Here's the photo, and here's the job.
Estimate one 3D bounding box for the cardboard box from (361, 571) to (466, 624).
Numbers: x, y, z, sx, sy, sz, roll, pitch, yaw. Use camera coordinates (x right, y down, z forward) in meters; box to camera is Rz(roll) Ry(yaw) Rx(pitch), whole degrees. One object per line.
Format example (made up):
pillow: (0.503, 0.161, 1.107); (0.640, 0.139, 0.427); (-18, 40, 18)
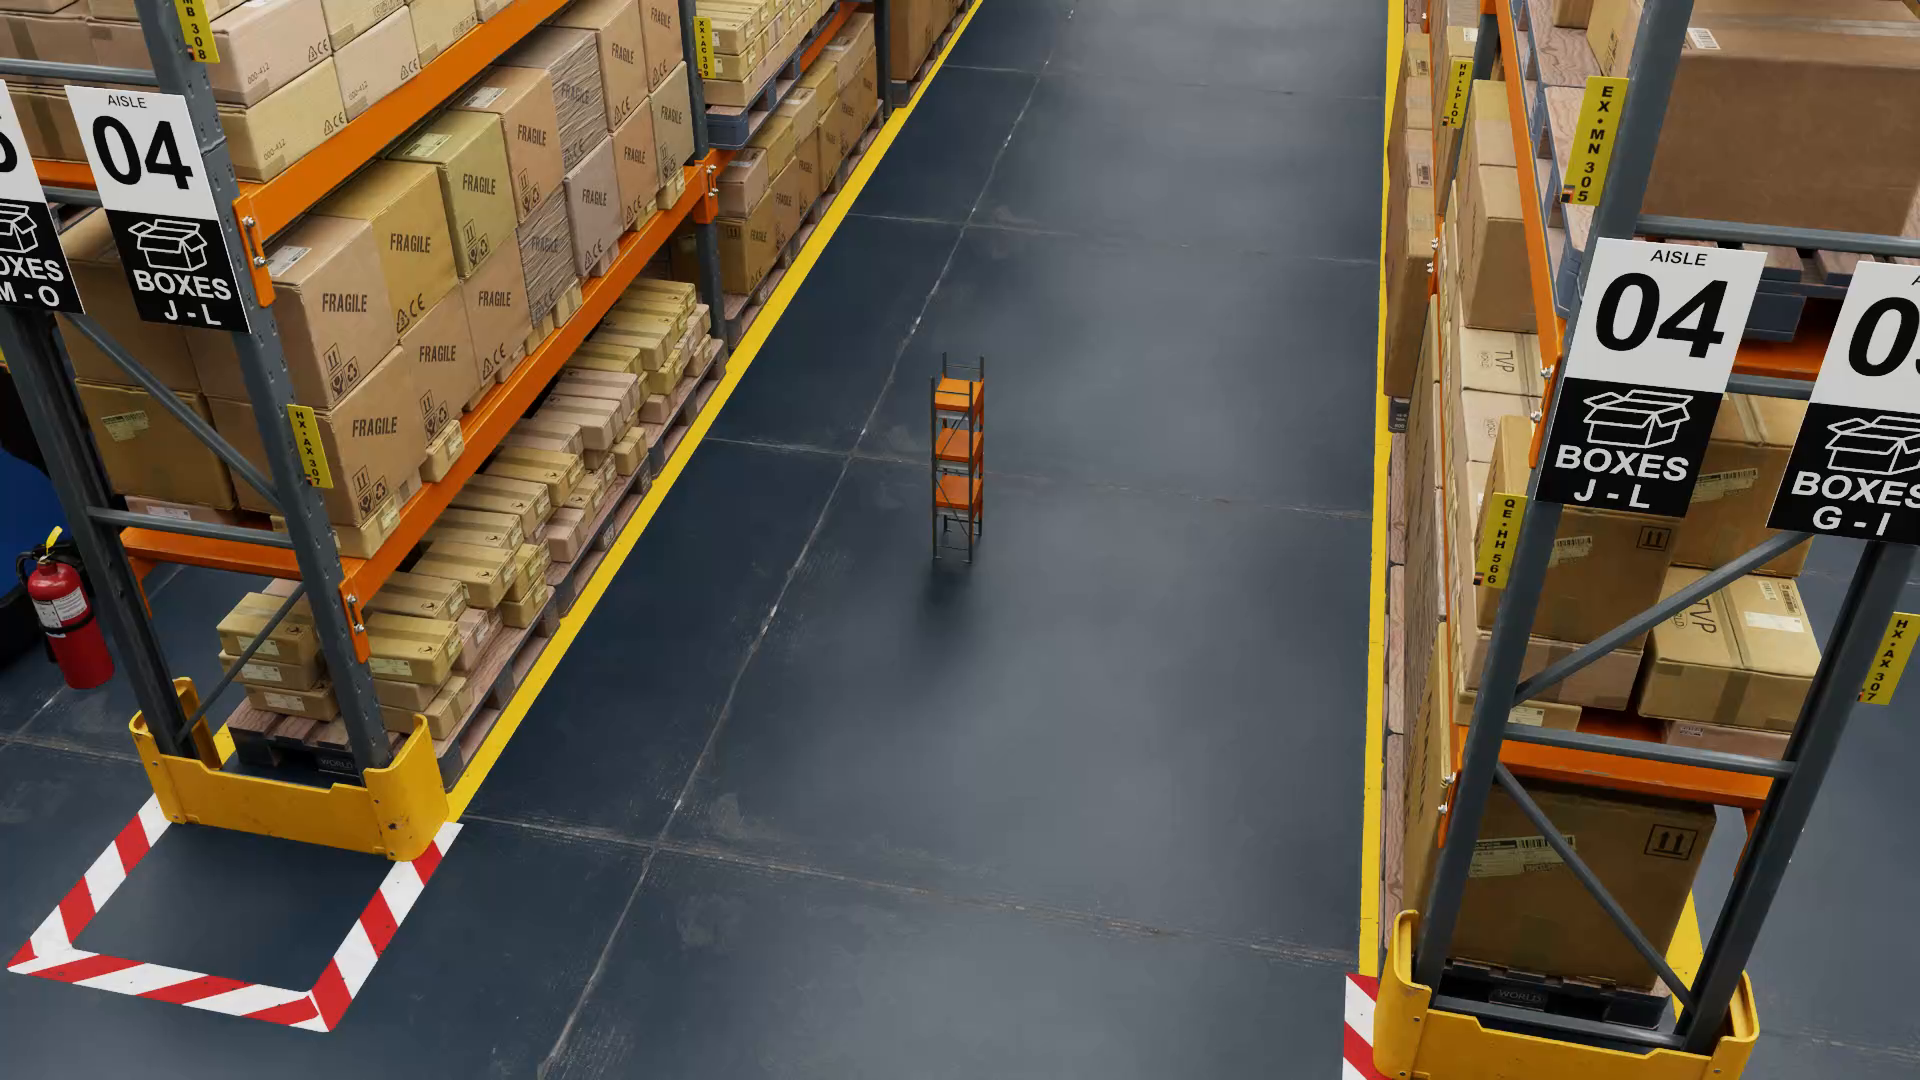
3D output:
cardboard box: (-2.361, 0.279, 7.144); (0.380, 0.149, 0.250); (8, 37, 11)

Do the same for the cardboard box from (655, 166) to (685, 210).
cardboard box: (-1.672, -1.871, 8.759); (0.380, 0.149, 0.250); (6, 36, 9)

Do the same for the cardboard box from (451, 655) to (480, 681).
cardboard box: (-2.345, 0.530, 7.304); (0.380, 0.149, 0.250); (7, 37, 10)

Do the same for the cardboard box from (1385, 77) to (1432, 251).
cardboard box: (3.421, -2.347, 10.655); (1.225, 0.875, 0.875); (7, 37, 10)

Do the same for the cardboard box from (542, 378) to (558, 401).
cardboard box: (-2.325, -0.840, 8.942); (0.380, 0.149, 0.250); (6, 36, 8)

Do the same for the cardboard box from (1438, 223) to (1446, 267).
cardboard box: (2.544, -1.418, 8.134); (0.380, 0.149, 0.250); (7, 37, 10)

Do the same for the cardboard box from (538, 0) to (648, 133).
cardboard box: (-1.833, -2.292, 7.936); (0.500, 0.500, 0.500); (6, 36, 8)

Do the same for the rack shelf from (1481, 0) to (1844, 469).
rack shelf: (2.505, -1.424, 5.986); (1.077, 0.370, 4.000); (7, 37, 10)

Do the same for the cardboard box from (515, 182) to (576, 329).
cardboard box: (-2.071, -1.300, 7.419); (0.500, 0.500, 0.500); (6, 36, 9)

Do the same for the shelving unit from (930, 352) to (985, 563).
shelving unit: (-0.011, -0.394, 8.170); (0.215, 1.050, 0.252); (7, 37, 10)

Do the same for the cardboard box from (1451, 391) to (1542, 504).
cardboard box: (2.140, -0.307, 6.263); (0.500, 0.250, 0.500); (6, 36, 8)

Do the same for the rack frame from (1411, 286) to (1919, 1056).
rack frame: (2.078, 0.646, 5.073); (1.000, 3.000, 0.127); (7, 37, 10)

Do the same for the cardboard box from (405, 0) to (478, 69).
cardboard box: (-2.186, -2.011, 6.311); (0.500, 0.250, 0.500); (6, 36, 8)

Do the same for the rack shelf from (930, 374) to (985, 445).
rack shelf: (-0.011, -0.616, 8.009); (0.215, 0.259, 0.240); (7, 37, 10)

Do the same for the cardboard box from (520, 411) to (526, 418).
cardboard box: (-2.435, -0.656, 8.433); (0.380, 0.149, 0.250); (6, 36, 8)

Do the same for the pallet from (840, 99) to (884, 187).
pallet: (-1.206, -3.043, 12.539); (1.003, 0.211, 1.213); (7, 37, 10)

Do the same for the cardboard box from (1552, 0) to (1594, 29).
cardboard box: (2.454, -2.067, 5.732); (0.700, 0.500, 0.500); (9, 37, 12)

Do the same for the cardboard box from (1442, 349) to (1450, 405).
cardboard box: (2.268, -0.674, 7.109); (0.380, 0.149, 0.250); (8, 37, 11)

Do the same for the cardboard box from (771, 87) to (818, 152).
cardboard box: (-1.251, -2.776, 10.928); (0.500, 0.250, 0.500); (9, 37, 12)

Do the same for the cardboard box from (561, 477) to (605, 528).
cardboard box: (-2.004, -0.198, 8.309); (0.380, 0.149, 0.250); (7, 37, 10)

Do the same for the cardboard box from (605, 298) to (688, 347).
cardboard box: (-1.729, -1.195, 9.178); (0.380, 0.149, 0.250); (8, 37, 11)

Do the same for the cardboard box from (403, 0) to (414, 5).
cardboard box: (-2.168, -2.197, 6.141); (0.500, 0.250, 0.500); (8, 37, 11)

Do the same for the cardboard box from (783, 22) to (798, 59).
cardboard box: (-1.193, -3.010, 9.973); (0.380, 0.149, 0.250); (8, 37, 10)

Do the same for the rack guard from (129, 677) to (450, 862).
rack guard: (-2.730, 0.935, 6.804); (1.175, 0.500, 0.348); (7, 37, 10)

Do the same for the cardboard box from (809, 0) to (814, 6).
cardboard box: (-1.083, -3.437, 10.309); (0.380, 0.149, 0.250); (7, 36, 9)

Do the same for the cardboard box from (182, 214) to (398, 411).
cardboard box: (-2.391, -0.824, 5.910); (0.500, 0.500, 0.500); (7, 37, 10)

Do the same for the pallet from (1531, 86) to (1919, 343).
pallet: (2.226, -0.959, 4.807); (1.003, 0.211, 1.213); (7, 37, 10)

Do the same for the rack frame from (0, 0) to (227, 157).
rack frame: (-2.746, -2.463, 4.250); (1.000, 3.000, 0.127); (7, 37, 10)

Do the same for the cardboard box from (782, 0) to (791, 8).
cardboard box: (-1.191, -3.254, 9.804); (0.380, 0.149, 0.250); (7, 36, 9)

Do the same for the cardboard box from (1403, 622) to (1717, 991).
cardboard box: (2.137, 0.959, 6.093); (0.875, 0.875, 0.875); (7, 37, 10)

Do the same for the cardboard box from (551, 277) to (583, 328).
cardboard box: (-1.988, -1.127, 7.733); (0.380, 0.149, 0.250); (8, 37, 11)

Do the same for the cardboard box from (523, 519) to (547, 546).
cardboard box: (-2.179, -0.037, 7.833); (0.380, 0.149, 0.250); (6, 36, 8)

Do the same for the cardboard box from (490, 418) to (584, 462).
cardboard box: (-2.080, -0.461, 8.165); (0.380, 0.149, 0.250); (7, 37, 10)

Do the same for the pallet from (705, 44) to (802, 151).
pallet: (-1.586, -2.669, 9.810); (1.003, 0.211, 1.213); (7, 37, 10)

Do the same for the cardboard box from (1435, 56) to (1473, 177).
cardboard box: (2.878, -2.273, 9.015); (0.500, 0.500, 0.500); (8, 37, 11)

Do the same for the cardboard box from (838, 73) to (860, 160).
cardboard box: (-1.037, -3.071, 11.973); (0.500, 0.500, 0.500); (9, 37, 12)

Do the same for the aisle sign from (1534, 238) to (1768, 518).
aisle sign: (1.770, -0.403, 4.305); (0.394, 0.787, 0.004); (7, 37, 10)

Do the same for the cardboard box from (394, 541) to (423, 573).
cardboard box: (-2.645, 0.052, 7.710); (0.380, 0.149, 0.250); (7, 37, 9)

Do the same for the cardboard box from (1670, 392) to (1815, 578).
cardboard box: (2.551, -0.245, 5.538); (0.500, 0.500, 0.500); (6, 36, 9)

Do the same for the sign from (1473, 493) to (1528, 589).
sign: (1.551, 0.005, 4.768); (0.100, 0.325, 0.005); (7, 37, 10)

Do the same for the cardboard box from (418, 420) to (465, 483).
cardboard box: (-2.233, -0.375, 6.696); (0.380, 0.149, 0.250); (6, 36, 9)

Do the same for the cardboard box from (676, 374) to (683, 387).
cardboard box: (-1.780, -0.937, 9.328); (0.380, 0.149, 0.250); (8, 37, 11)

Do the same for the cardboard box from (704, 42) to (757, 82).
cardboard box: (-1.358, -2.684, 9.270); (0.380, 0.149, 0.250); (8, 37, 11)

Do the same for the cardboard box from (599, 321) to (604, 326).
cardboard box: (-2.283, -1.174, 9.656); (0.380, 0.149, 0.250); (6, 36, 8)

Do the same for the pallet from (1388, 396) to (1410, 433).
pallet: (3.024, -0.970, 9.679); (1.003, 0.211, 1.213); (7, 37, 10)

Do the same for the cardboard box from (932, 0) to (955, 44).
cardboard box: (-0.636, -4.719, 14.034); (1.050, 0.750, 0.750); (8, 37, 11)

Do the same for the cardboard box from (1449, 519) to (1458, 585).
cardboard box: (1.995, 0.066, 6.088); (0.380, 0.149, 0.250); (8, 37, 11)

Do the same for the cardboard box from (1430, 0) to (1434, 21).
cardboard box: (3.417, -3.736, 11.034); (0.500, 0.500, 0.500); (8, 37, 11)

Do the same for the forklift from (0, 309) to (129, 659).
forklift: (-4.664, -1.296, 7.810); (1.130, 2.935, 3.031); (8, 37, 11)

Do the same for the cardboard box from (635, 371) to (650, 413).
cardboard box: (-1.883, -0.799, 8.884); (0.380, 0.149, 0.250); (8, 37, 10)
